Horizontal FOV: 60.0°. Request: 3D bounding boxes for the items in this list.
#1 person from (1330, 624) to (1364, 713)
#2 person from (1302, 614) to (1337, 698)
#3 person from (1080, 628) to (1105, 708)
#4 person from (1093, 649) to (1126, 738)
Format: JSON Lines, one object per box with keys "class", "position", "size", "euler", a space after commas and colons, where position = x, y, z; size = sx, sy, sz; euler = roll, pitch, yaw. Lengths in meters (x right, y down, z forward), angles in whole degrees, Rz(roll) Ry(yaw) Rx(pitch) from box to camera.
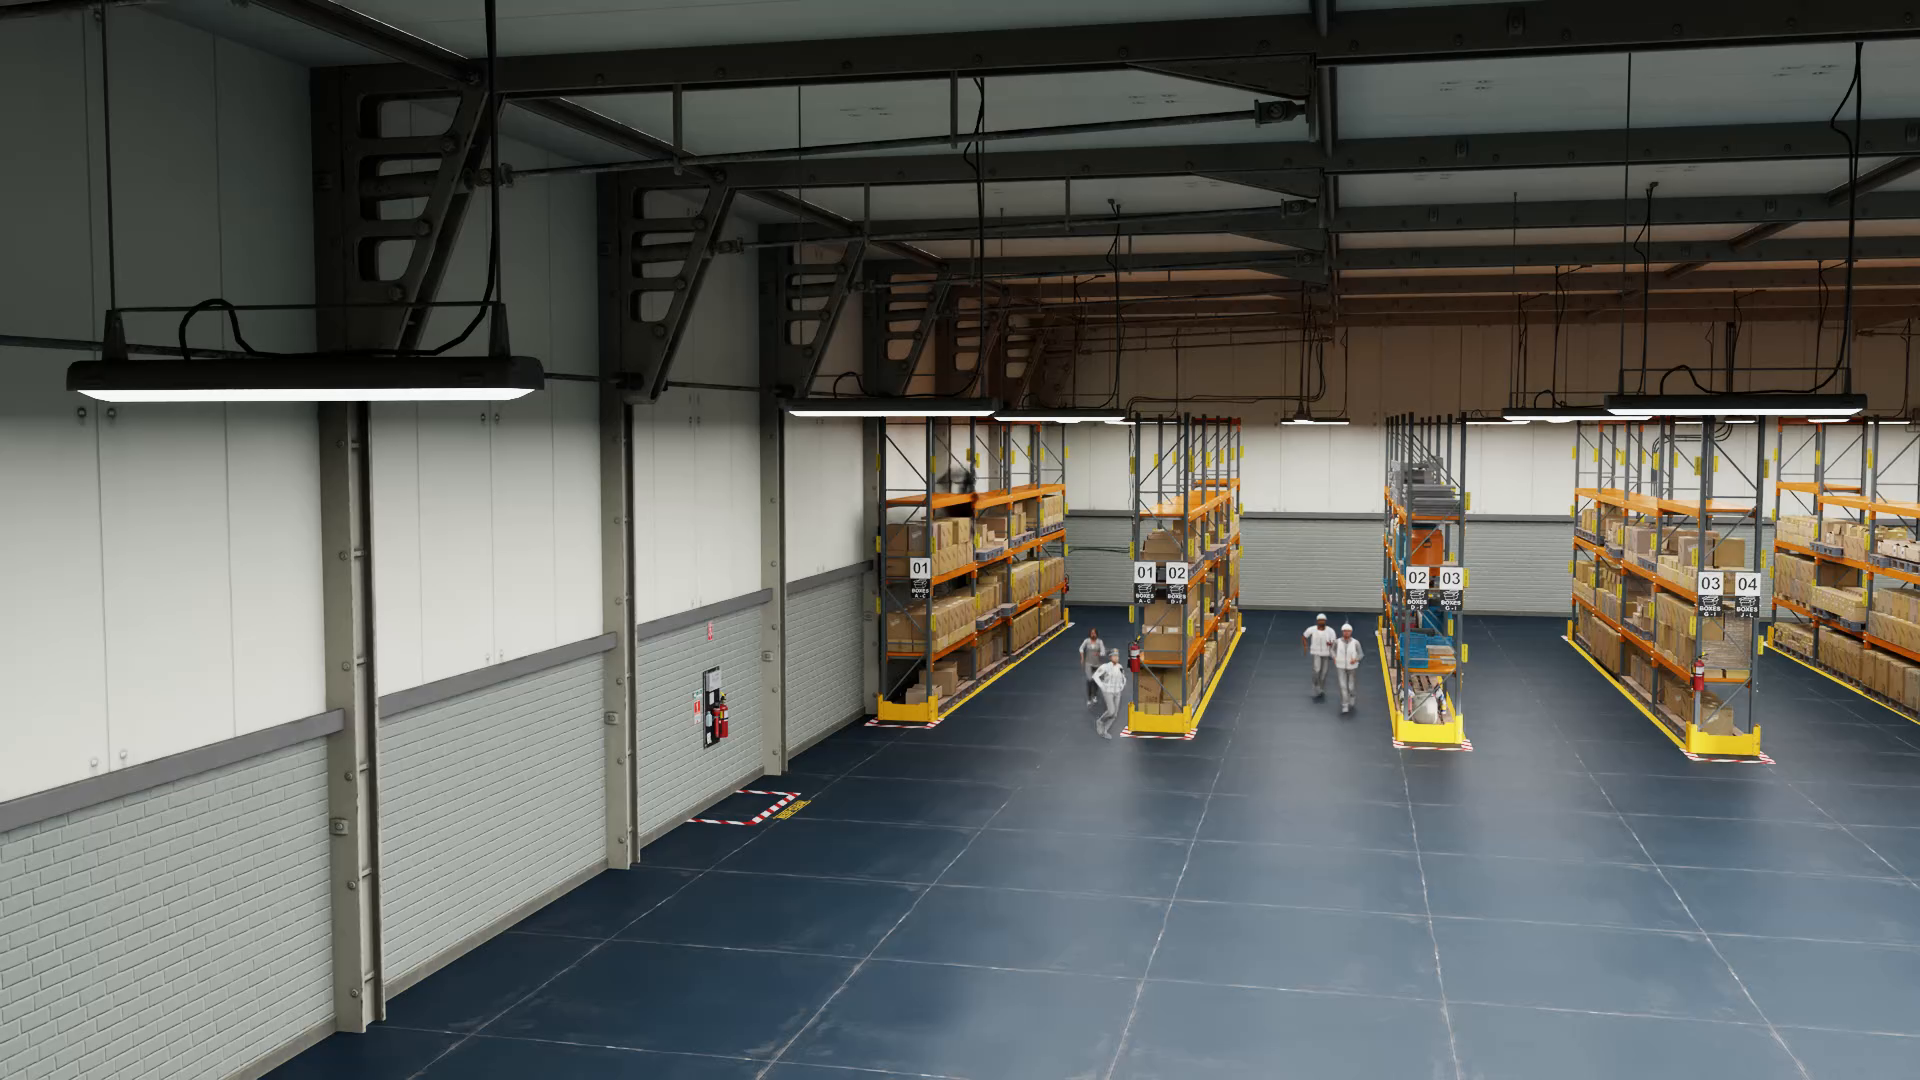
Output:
{"class": "person", "position": [7.792, 2.569, 33.548], "size": [0.671, 1.758, 0.796], "euler": [1, 4, 16]}
{"class": "person", "position": [7.645, 2.460, 35.276], "size": [0.671, 1.801, 0.728], "euler": [0, 4, 1]}
{"class": "person", "position": [2.721, 2.619, 34.114], "size": [0.503, 1.636, 0.710], "euler": [0, 4, -1]}
{"class": "person", "position": [2.813, 2.822, 30.646], "size": [0.649, 1.655, 0.479], "euler": [-2, 4, -26]}
